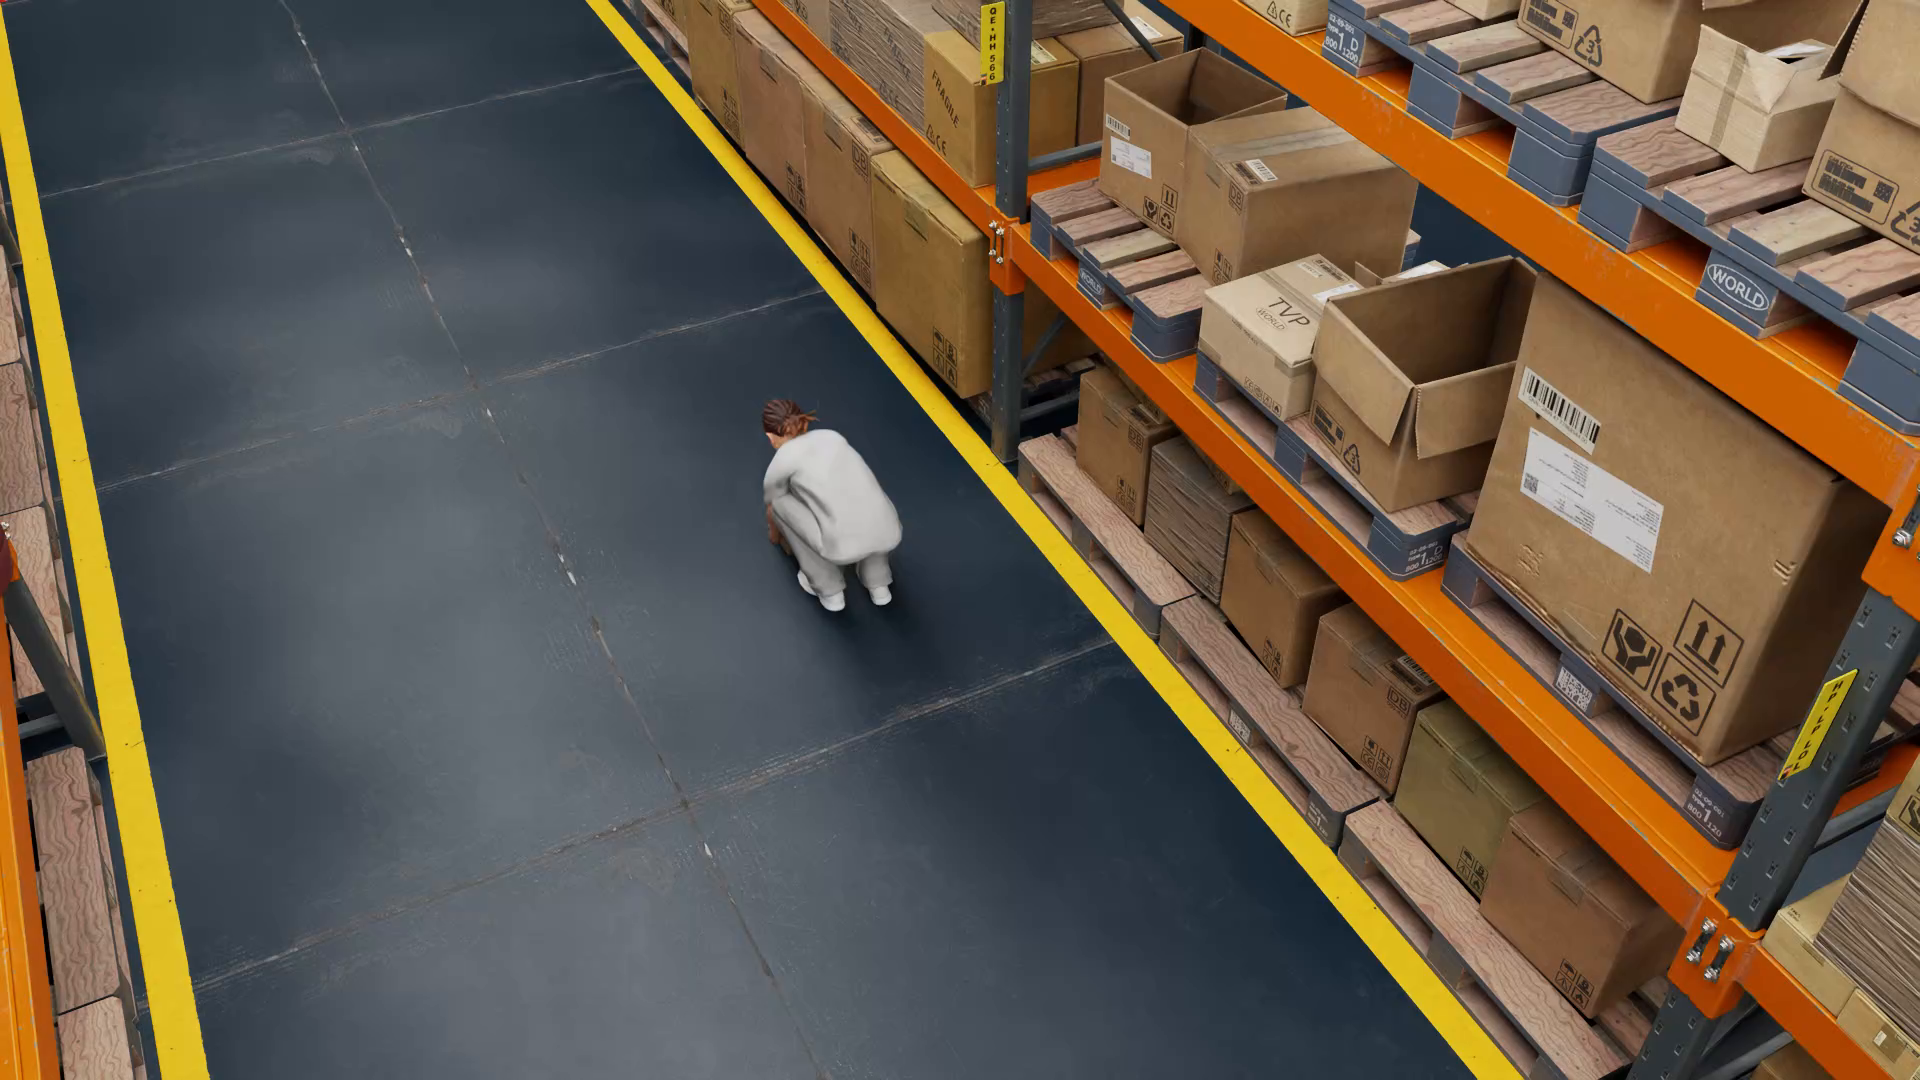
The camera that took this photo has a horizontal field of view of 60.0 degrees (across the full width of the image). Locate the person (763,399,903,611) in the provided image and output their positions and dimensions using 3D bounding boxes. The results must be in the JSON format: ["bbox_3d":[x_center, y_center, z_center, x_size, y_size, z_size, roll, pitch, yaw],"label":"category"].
[{"bbox_3d":[-0.561,-0.130,7.037,0.455,0.791,0.848,-20,45,-21],"label":"person"}]
